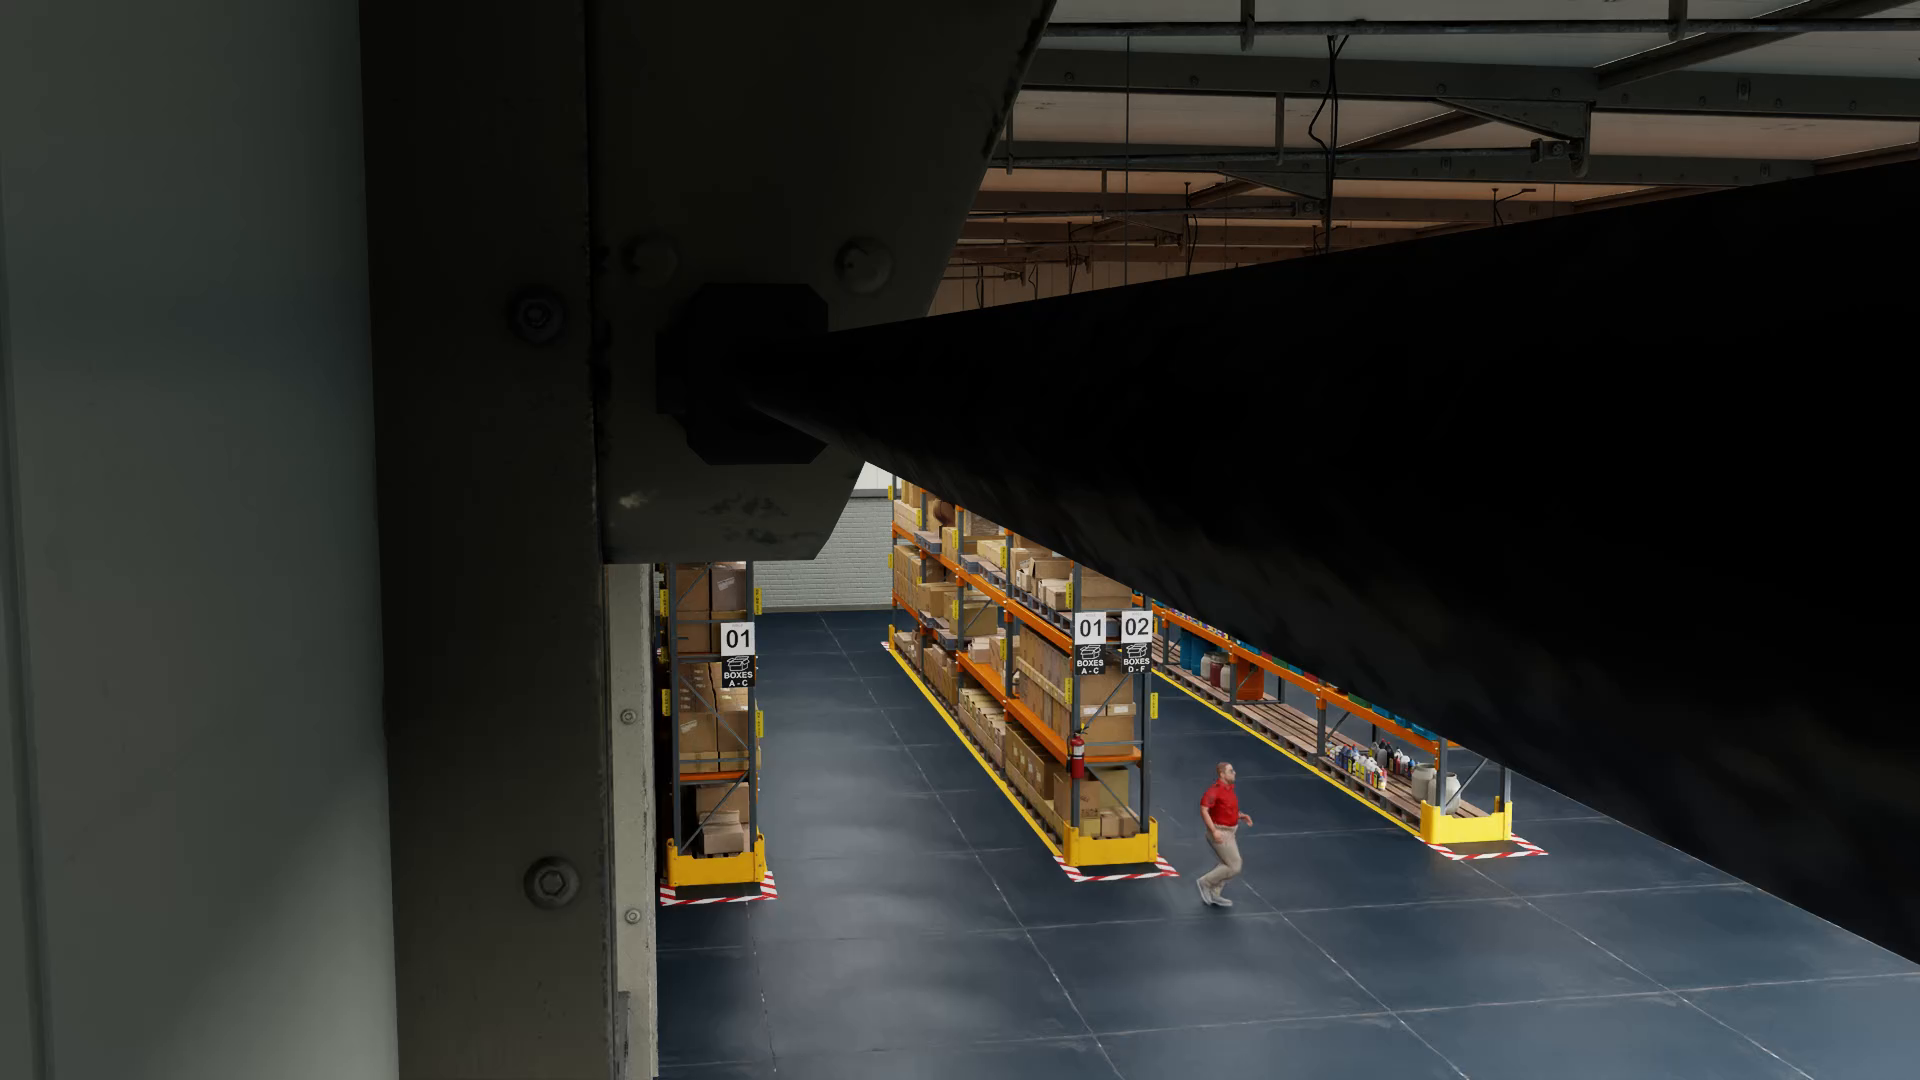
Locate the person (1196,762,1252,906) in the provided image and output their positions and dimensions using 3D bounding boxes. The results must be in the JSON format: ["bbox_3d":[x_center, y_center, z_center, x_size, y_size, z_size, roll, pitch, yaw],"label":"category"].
[{"bbox_3d":[3.073,3.410,19.297,0.593,1.695,0.675,2,7,21],"label":"person"}]
